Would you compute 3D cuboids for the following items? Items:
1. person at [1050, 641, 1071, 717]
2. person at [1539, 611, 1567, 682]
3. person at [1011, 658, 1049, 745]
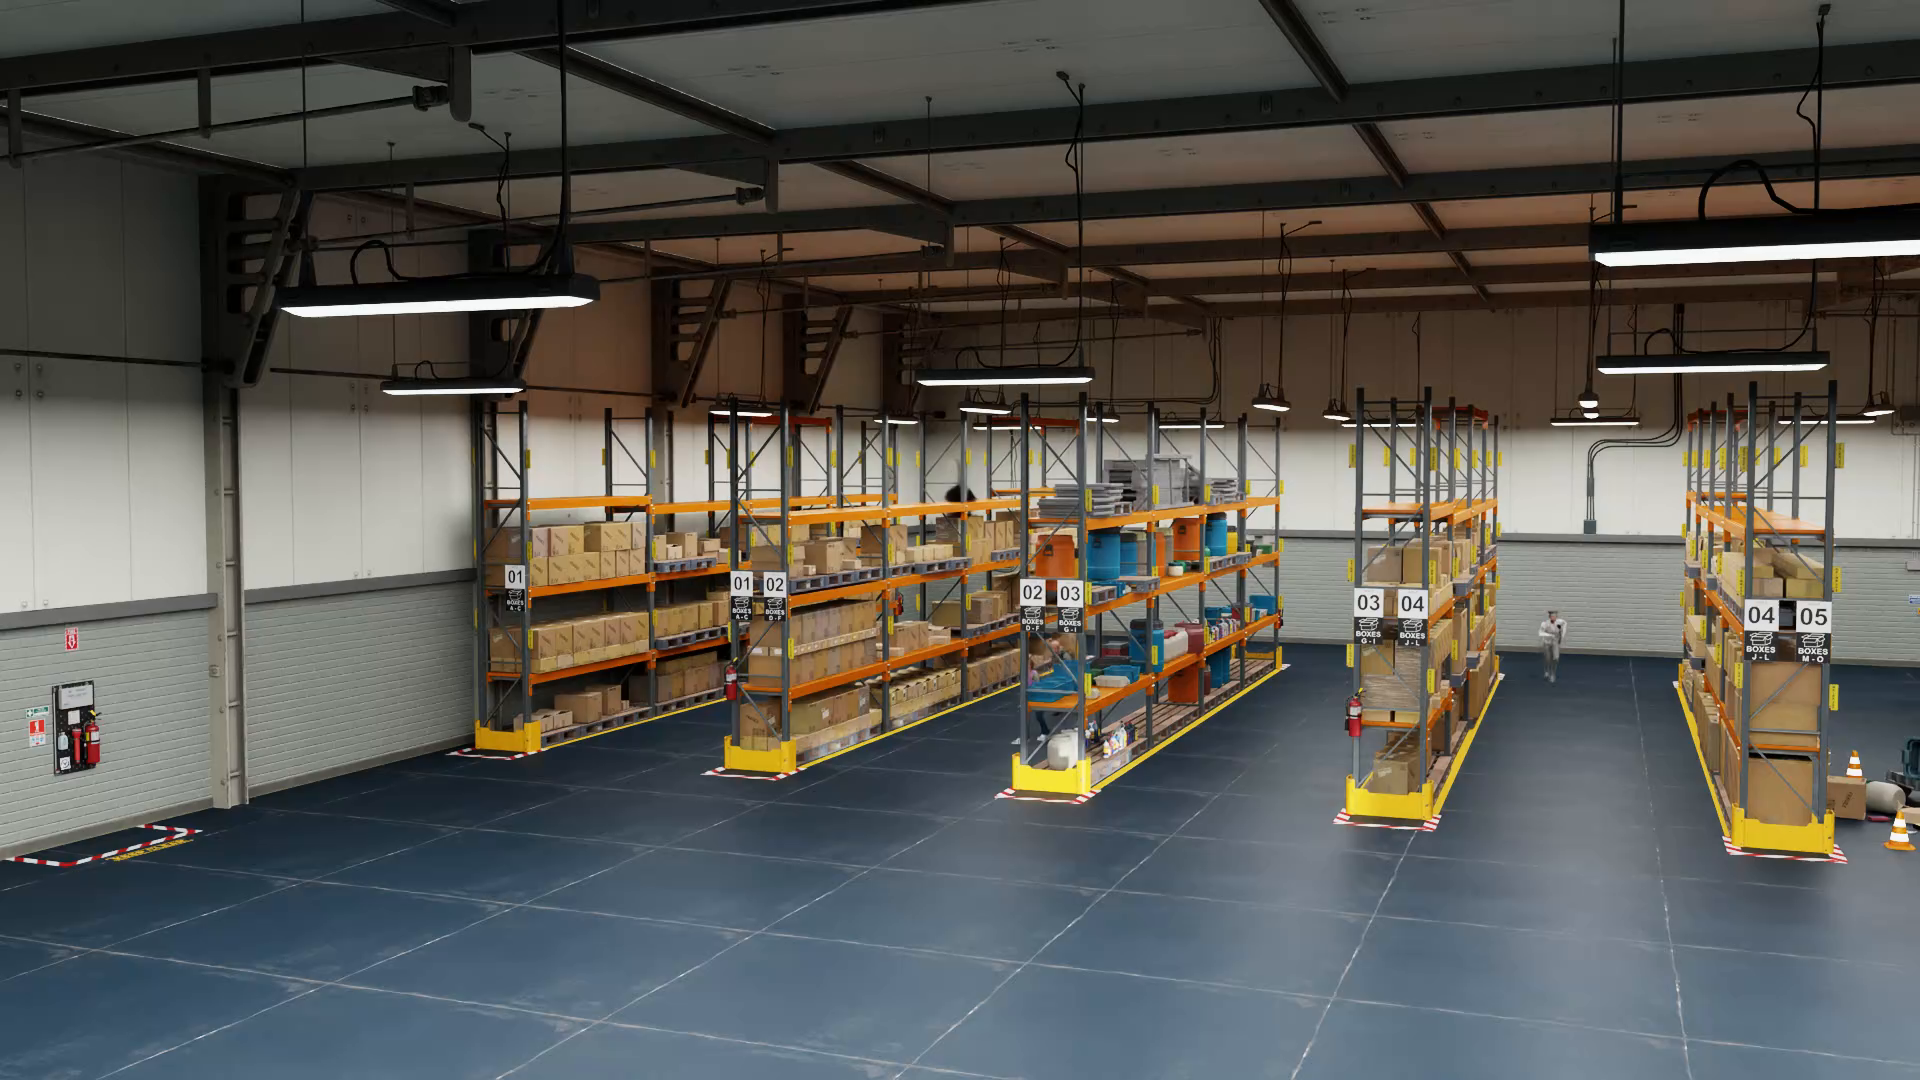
[{"bbox_3d":[2.074,2.692,32.456,0.641,1.515,1.144,2,4,39],"label":"person"},{"bbox_3d":[13.385,2.394,37.585,0.640,1.665,0.890,0,3,8],"label":"person"},{"bbox_3d":[1.283,2.799,29.077,0.497,1.505,0.929,2,4,41],"label":"person"}]
